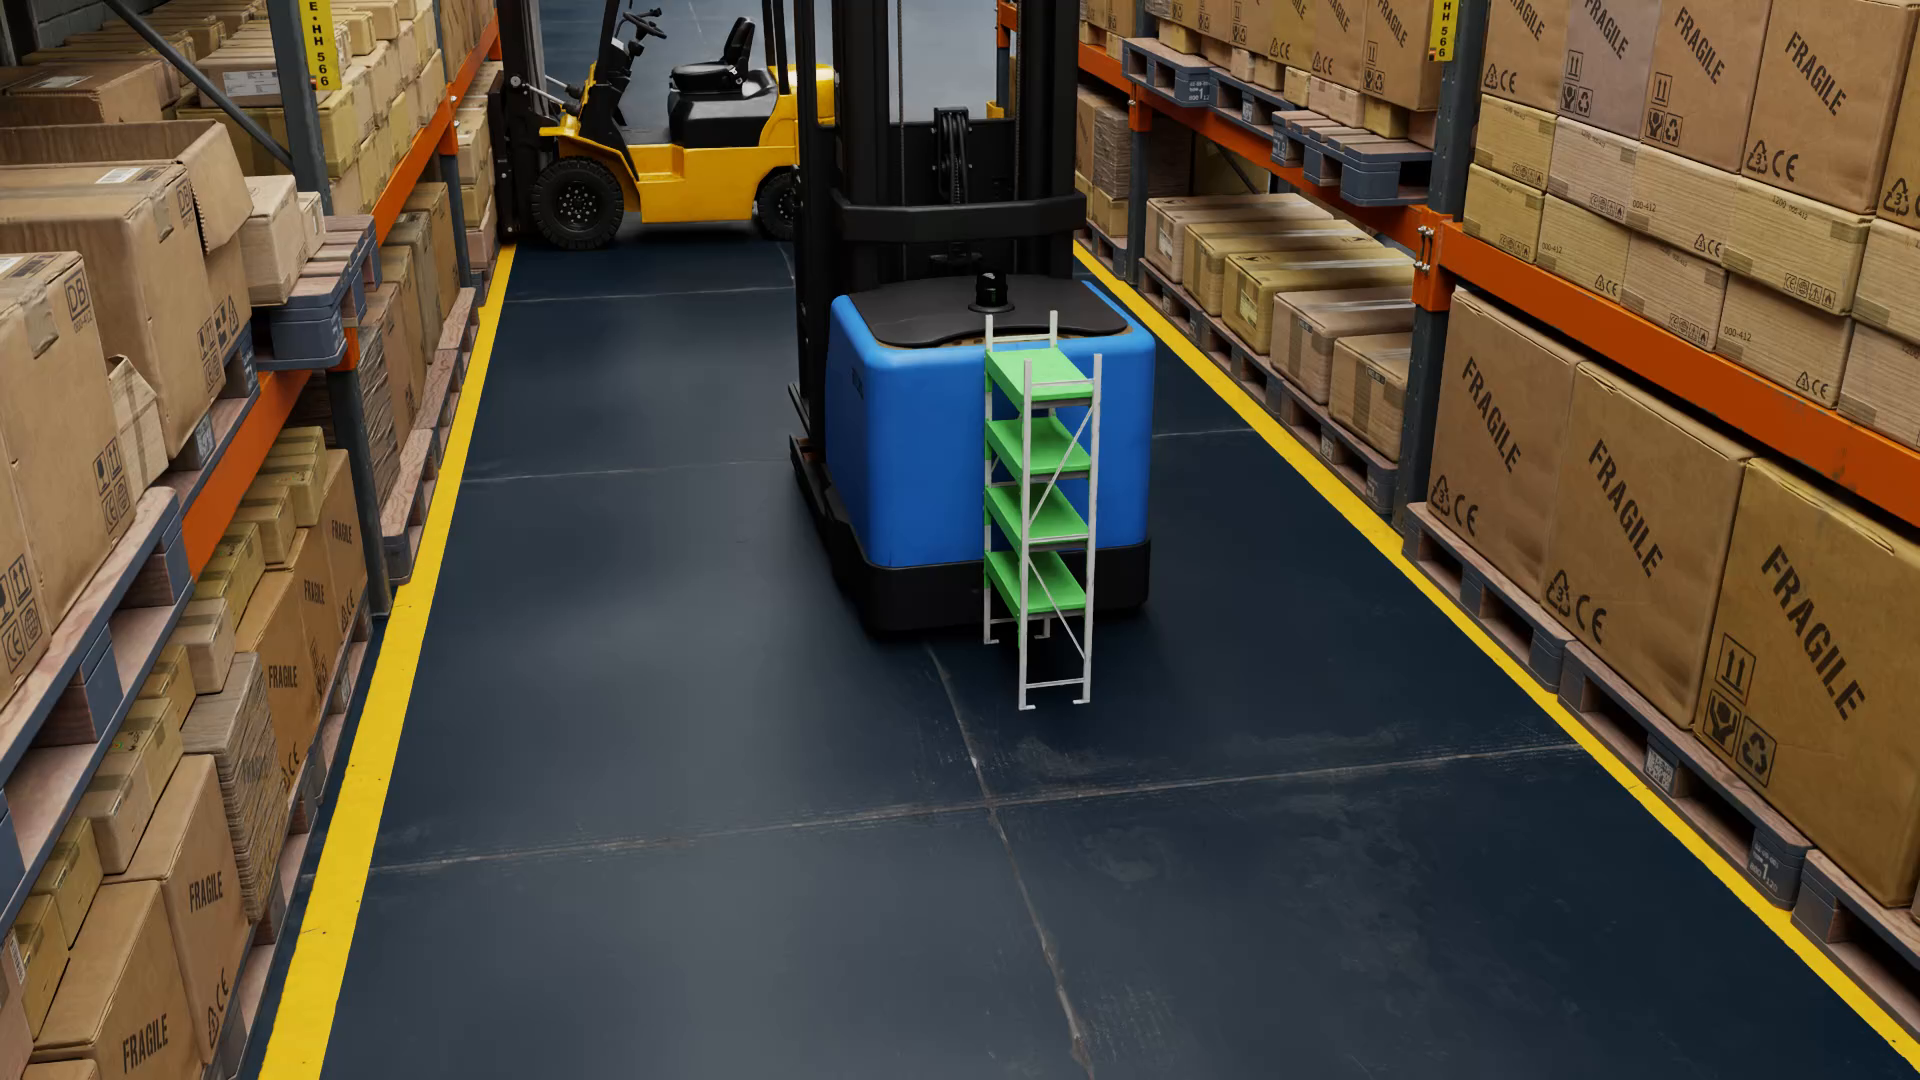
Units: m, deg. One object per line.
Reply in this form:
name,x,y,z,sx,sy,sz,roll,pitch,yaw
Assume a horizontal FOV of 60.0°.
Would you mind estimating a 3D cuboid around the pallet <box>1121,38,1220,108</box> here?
pallet,1.542,-2.617,9.235,1.003,0.211,1.213,-4,24,-10

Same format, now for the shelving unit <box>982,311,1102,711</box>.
shelving unit,0.257,-0.098,5.475,0.258,1.200,0.503,-5,24,-12

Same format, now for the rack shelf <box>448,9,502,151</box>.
rack shelf,-3.704,-3.105,11.010,1.077,0.370,4.000,-4,24,-10

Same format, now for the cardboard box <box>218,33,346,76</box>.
cardboard box,-2.487,-1.769,6.117,0.380,0.149,0.250,-4,24,-8

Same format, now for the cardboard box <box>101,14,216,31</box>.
cardboard box,-3.214,-2.024,6.700,0.380,0.149,0.250,-5,24,-11

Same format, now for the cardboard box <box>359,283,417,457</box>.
cardboard box,-2.825,-0.682,7.005,0.875,0.625,0.625,-4,24,-8

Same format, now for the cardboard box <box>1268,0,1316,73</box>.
cardboard box,1.725,-2.377,7.424,0.500,0.500,0.500,-6,24,-13

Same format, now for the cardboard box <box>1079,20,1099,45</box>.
cardboard box,0.993,-3.405,11.112,0.380,0.149,0.250,-5,24,-11

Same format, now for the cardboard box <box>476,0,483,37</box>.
cardboard box,-3.543,-3.687,11.318,0.500,0.500,0.500,-5,24,-11

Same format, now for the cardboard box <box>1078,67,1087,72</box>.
cardboard box,0.787,-3.314,12.563,0.500,0.500,0.500,-5,24,-12

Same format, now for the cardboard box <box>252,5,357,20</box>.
cardboard box,-2.756,-2.167,7.028,0.380,0.149,0.250,-4,24,-10

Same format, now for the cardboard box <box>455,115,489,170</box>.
cardboard box,-3.200,-2.454,10.282,0.500,0.250,0.500,-4,24,-10

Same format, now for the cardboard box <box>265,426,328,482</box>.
cardboard box,-2.254,-0.243,5.347,0.380,0.149,0.250,-5,24,-12

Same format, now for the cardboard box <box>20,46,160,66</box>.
cardboard box,-3.012,-1.625,5.788,0.380,0.149,0.250,-4,24,-8

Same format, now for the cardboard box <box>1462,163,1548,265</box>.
cardboard box,2.126,-1.164,5.854,0.500,0.250,0.500,-5,24,-11

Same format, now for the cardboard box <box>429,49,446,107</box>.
cardboard box,-2.984,-2.400,8.685,0.500,0.250,0.500,-4,24,-9

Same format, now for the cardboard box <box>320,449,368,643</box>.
cardboard box,-2.305,0.029,5.534,0.500,0.500,0.500,-4,24,-8

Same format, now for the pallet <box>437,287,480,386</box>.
pallet,-3.159,-1.083,8.966,1.003,0.211,1.213,-4,24,-10

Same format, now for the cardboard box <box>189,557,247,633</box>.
cardboard box,-2.117,0.174,4.392,0.380,0.149,0.250,-5,24,-11

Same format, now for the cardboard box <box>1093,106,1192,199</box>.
cardboard box,1.170,-2.506,10.713,0.500,0.500,0.500,-5,24,-10

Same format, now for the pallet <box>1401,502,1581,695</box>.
pallet,2.355,0.150,6.142,1.003,0.211,1.213,-4,24,-10

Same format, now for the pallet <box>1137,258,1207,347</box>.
pallet,1.689,-1.433,9.767,1.003,0.211,1.213,-4,24,-10

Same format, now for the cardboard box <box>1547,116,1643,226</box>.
cardboard box,2.229,-1.183,5.273,0.500,0.250,0.500,-4,24,-8

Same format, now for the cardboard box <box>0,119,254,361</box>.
cardboard box,-2.111,-0.686,3.919,0.797,0.503,0.637,-5,24,-11

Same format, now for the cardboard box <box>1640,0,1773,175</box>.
cardboard box,2.316,-1.336,4.688,0.500,0.500,0.500,-4,24,-8

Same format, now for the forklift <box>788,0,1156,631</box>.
forklift,-0.139,-1.586,6.719,1.130,2.935,3.031,-5,24,-12

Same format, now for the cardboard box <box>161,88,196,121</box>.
cardboard box,-2.951,-1.391,5.750,0.500,0.250,0.500,-4,24,-9

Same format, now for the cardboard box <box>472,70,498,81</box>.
cardboard box,-3.582,-3.253,12.113,0.500,0.250,0.500,-4,24,-9

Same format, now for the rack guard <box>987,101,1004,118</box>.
rack guard,0.818,-3.415,13.944,1.175,0.500,0.348,-4,24,-10

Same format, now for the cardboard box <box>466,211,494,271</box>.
cardboard box,-3.098,-1.795,10.023,0.500,0.250,0.500,-4,24,-9

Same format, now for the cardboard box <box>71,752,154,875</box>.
cardboard box,-1.919,0.583,3.456,0.380,0.149,0.250,-4,24,-10

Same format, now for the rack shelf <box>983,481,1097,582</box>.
rack shelf,0.257,-0.039,5.501,0.258,0.148,0.480,-5,24,-12

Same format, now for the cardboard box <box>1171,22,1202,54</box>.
cardboard box,1.373,-2.754,9.098,0.380,0.149,0.250,-4,24,-9

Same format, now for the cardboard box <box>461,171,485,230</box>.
cardboard box,-3.120,-2.022,9.919,0.500,0.250,0.500,-4,24,-10

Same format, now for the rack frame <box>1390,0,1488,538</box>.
rack frame,2.283,-1.443,6.307,1.000,3.000,0.127,-4,24,-10

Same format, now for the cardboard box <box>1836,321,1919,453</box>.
cardboard box,2.524,-0.359,4.012,0.500,0.250,0.500,-5,24,-11

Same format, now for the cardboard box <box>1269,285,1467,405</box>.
cardboard box,2.044,-0.944,7.923,0.950,0.372,0.625,-5,24,-11

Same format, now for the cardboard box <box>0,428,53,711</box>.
cardboard box,-1.724,0.054,2.230,0.700,0.500,0.500,-4,24,-8

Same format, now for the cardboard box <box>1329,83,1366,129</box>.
cardboard box,1.780,-1.828,6.977,0.380,0.149,0.250,-5,24,-10

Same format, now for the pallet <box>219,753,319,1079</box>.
pallet,-2.271,0.979,4.245,1.003,0.211,1.213,-4,24,-10

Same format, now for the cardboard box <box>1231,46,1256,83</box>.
cardboard box,1.549,-2.339,8.146,0.380,0.149,0.250,-3,24,-8

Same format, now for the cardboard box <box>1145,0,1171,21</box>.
cardboard box,1.348,-3.186,9.275,0.500,0.500,0.500,-4,24,-8

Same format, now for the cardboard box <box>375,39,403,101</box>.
cardboard box,-2.726,-2.031,7.215,0.500,0.250,0.500,-4,24,-9

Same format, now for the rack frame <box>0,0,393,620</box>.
rack frame,-2.594,-1.075,5.463,1.000,3.000,0.127,-4,24,-10

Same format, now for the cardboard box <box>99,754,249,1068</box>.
cardboard box,-1.919,0.840,3.678,0.500,0.500,0.500,-5,24,-11

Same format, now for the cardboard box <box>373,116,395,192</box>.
cardboard box,-2.627,-1.599,6.850,0.500,0.250,0.500,-5,24,-11

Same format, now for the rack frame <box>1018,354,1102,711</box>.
rack frame,0.311,-0.003,5.257,0.240,1.200,0.015,-5,24,-12

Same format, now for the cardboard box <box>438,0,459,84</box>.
cardboard box,-3.160,-2.888,9.489,0.500,0.500,0.500,-5,24,-11

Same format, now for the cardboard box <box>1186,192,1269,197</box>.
cardboard box,1.700,-2.201,10.953,0.500,0.250,0.500,-5,24,-12

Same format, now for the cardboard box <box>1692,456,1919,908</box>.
cardboard box,2.655,0.319,4.403,0.875,0.875,0.875,-4,24,-8

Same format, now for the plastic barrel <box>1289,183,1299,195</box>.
plastic barrel,2.674,-2.709,12.424,0.512,0.421,0.421,13,27,27
